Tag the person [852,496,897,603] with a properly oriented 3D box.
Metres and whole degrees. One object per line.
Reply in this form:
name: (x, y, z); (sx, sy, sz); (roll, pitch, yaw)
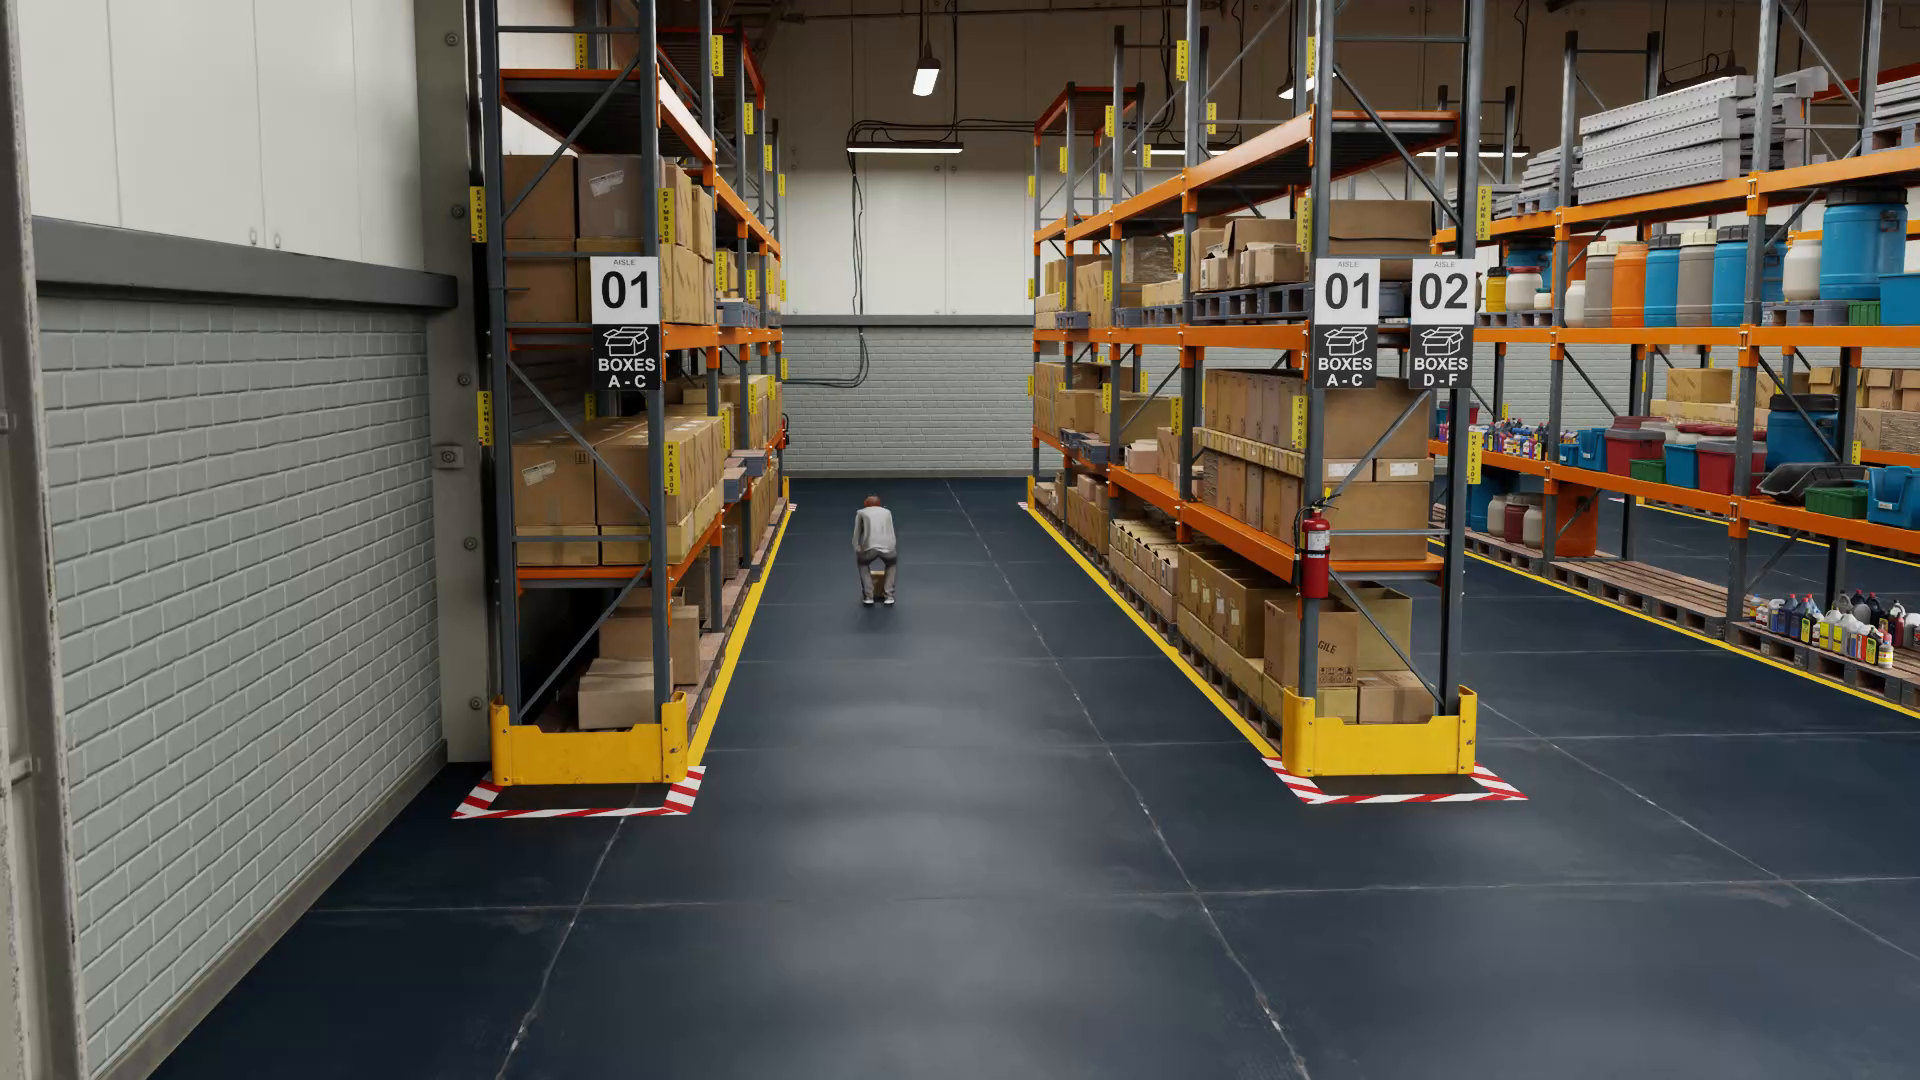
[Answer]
person: (-0.874, 0.116, 17.053); (0.461, 1.061, 0.754); (0, 7, -4)
